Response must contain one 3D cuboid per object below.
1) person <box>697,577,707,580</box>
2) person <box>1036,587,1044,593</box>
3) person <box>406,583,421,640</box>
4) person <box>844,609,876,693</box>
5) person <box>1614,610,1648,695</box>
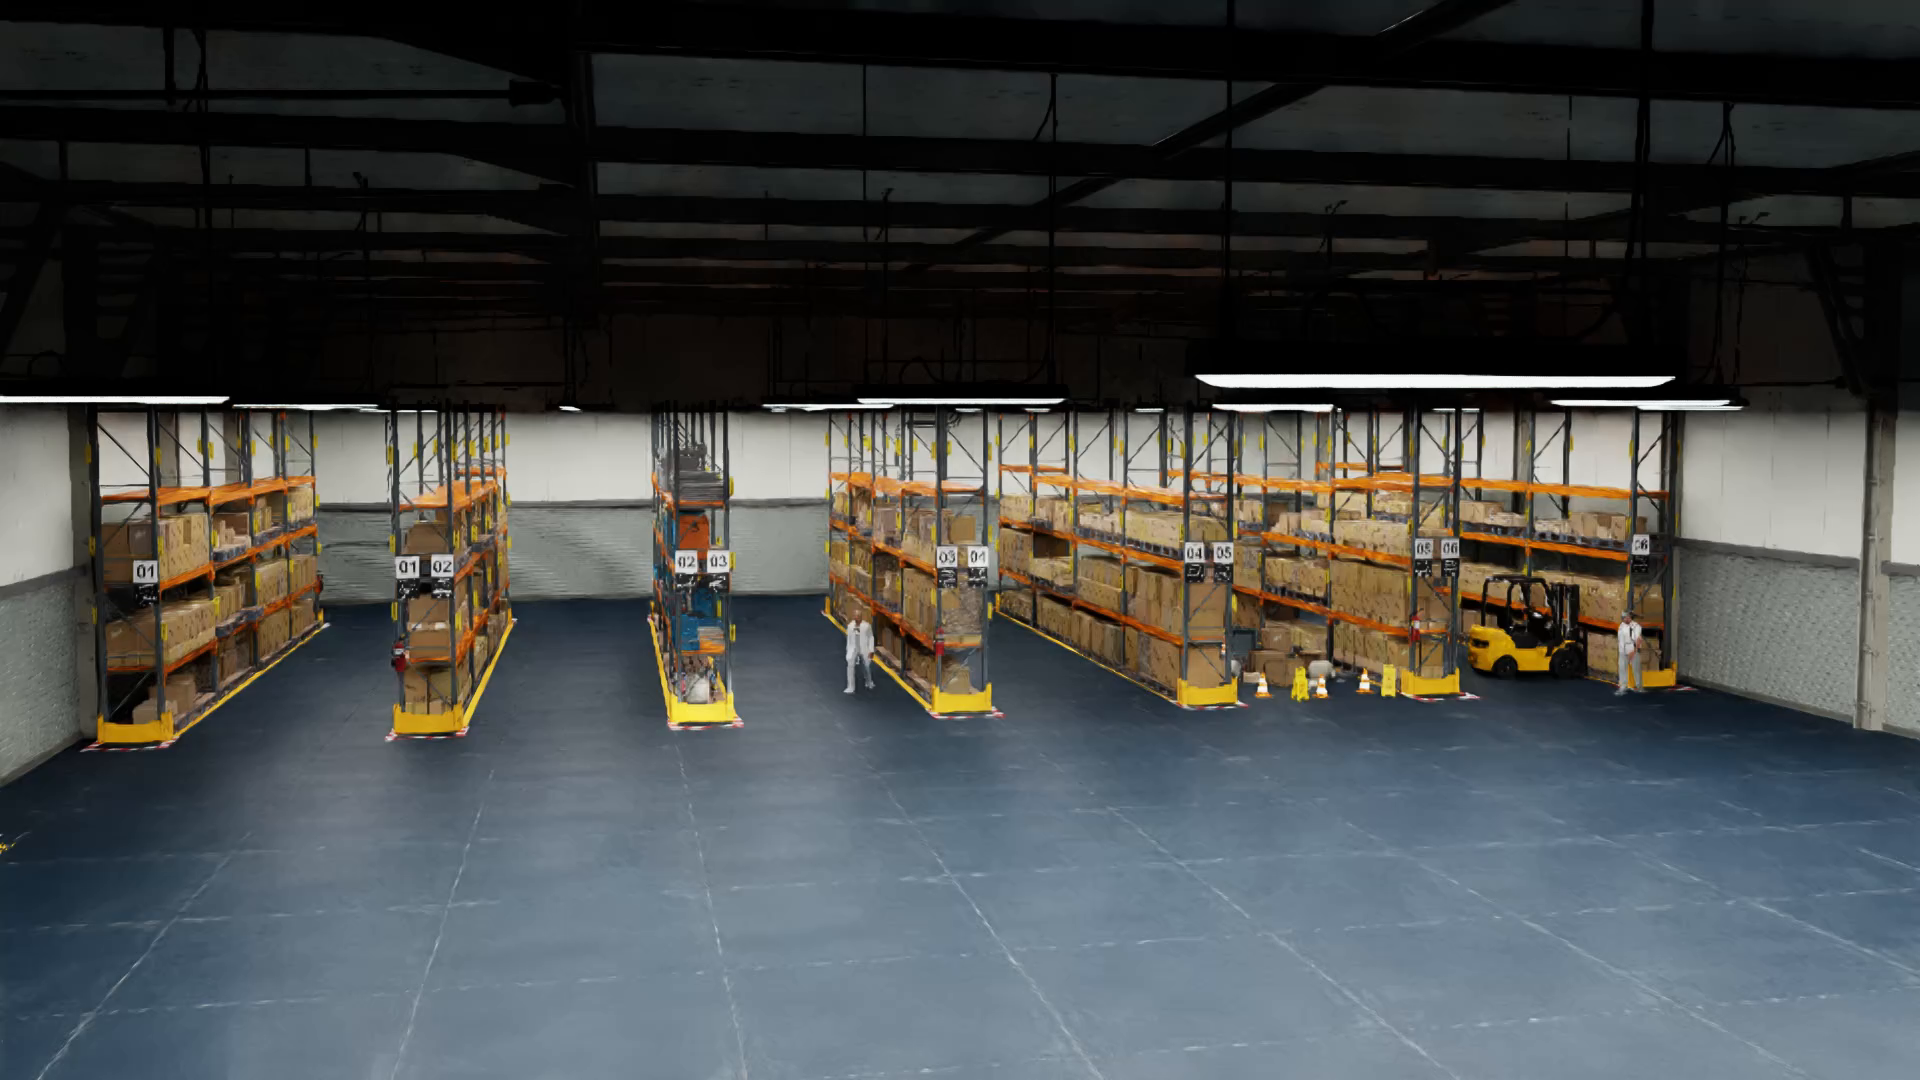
[{"bbox_3d":[-7.991,1.087,50.508,0.484,1.665,0.647,3,5,38],"label":"person"},{"bbox_3d":[2.488,0.839,53.537,0.525,1.717,0.581,4,6,41],"label":"person"},{"bbox_3d":[-13.851,1.635,42.226,0.620,1.776,0.678,1,5,18],"label":"person"},{"bbox_3d":[-2.066,2.278,34.330,0.630,1.723,1.046,1,4,8],"label":"person"},{"bbox_3d":[13.736,2.288,34.052,0.720,1.738,0.571,-4,6,-40],"label":"person"}]
